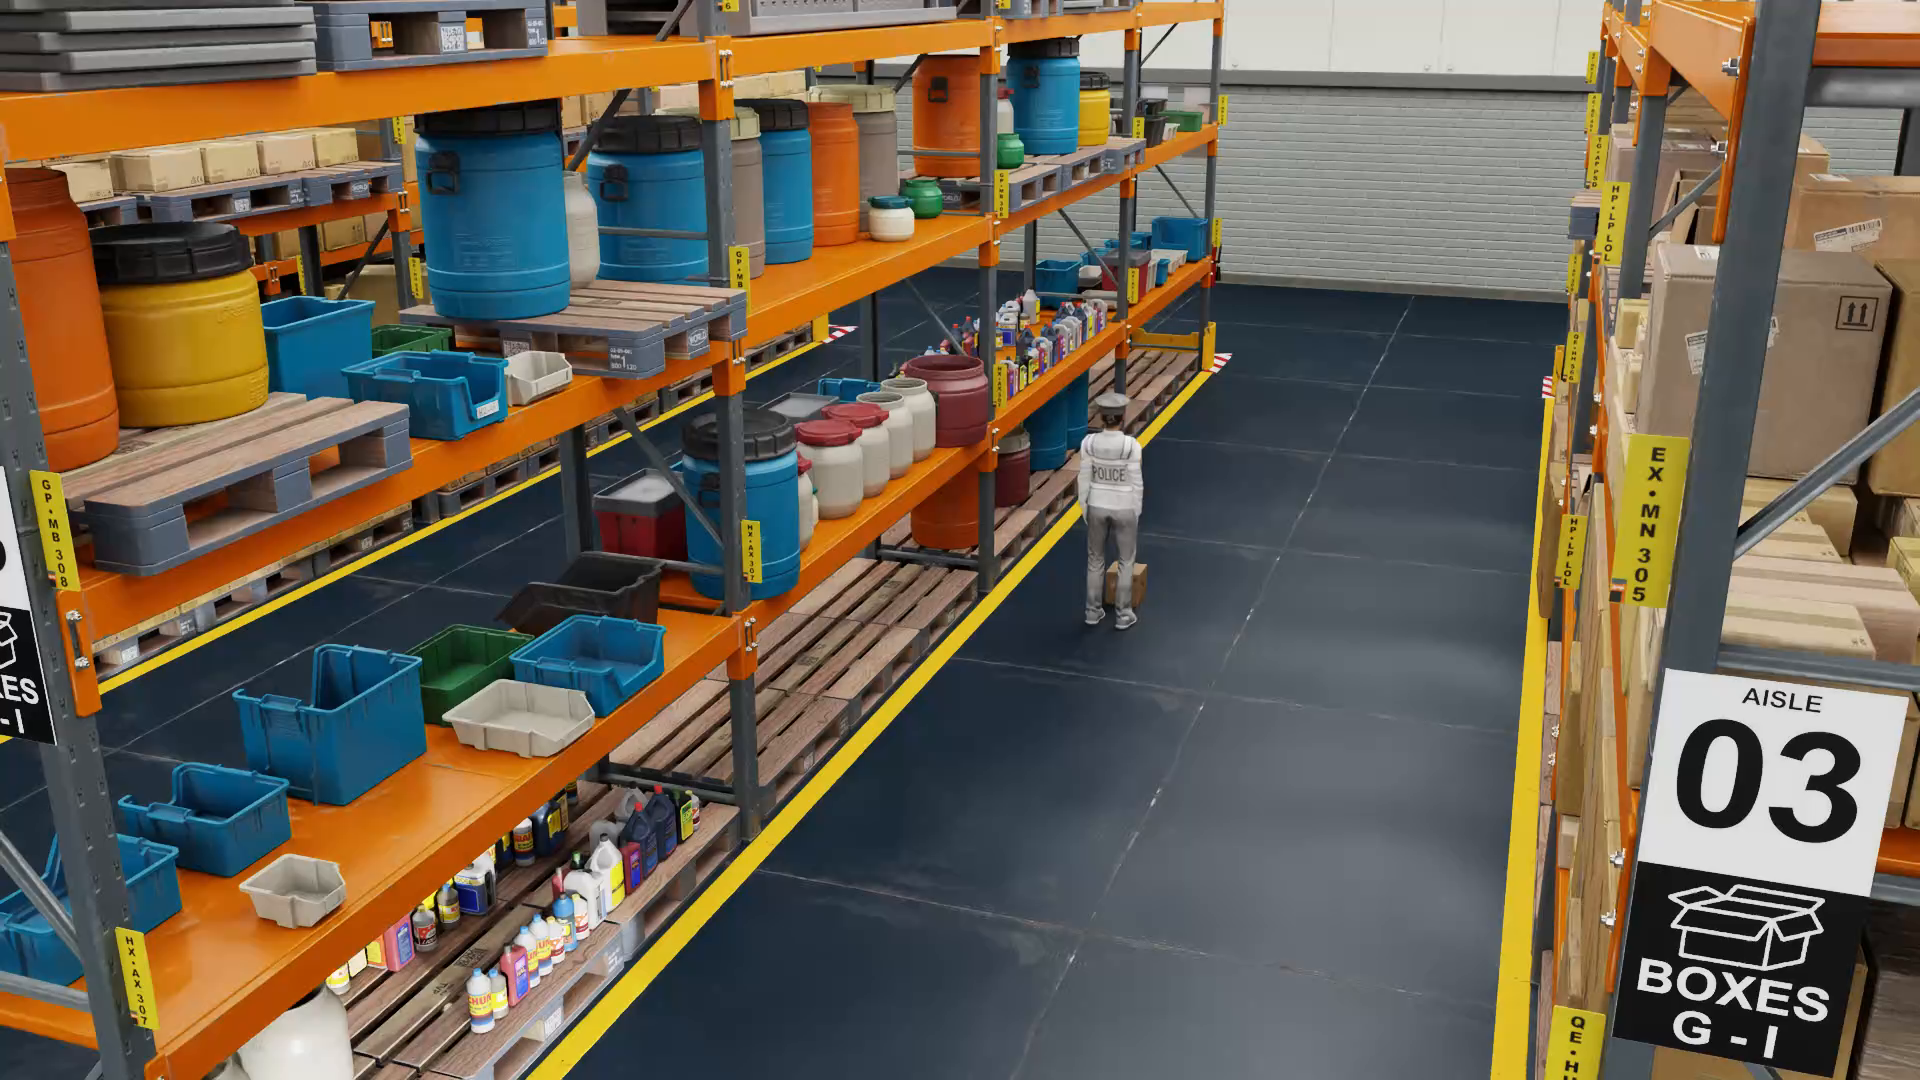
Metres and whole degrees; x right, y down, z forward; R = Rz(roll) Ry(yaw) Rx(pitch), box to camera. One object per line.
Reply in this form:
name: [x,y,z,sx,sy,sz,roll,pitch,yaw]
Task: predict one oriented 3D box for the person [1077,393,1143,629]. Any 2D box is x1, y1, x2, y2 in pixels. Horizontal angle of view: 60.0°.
person: [1.055,-0.200,11.659,0.469,1.663,0.328,7,20,19]
